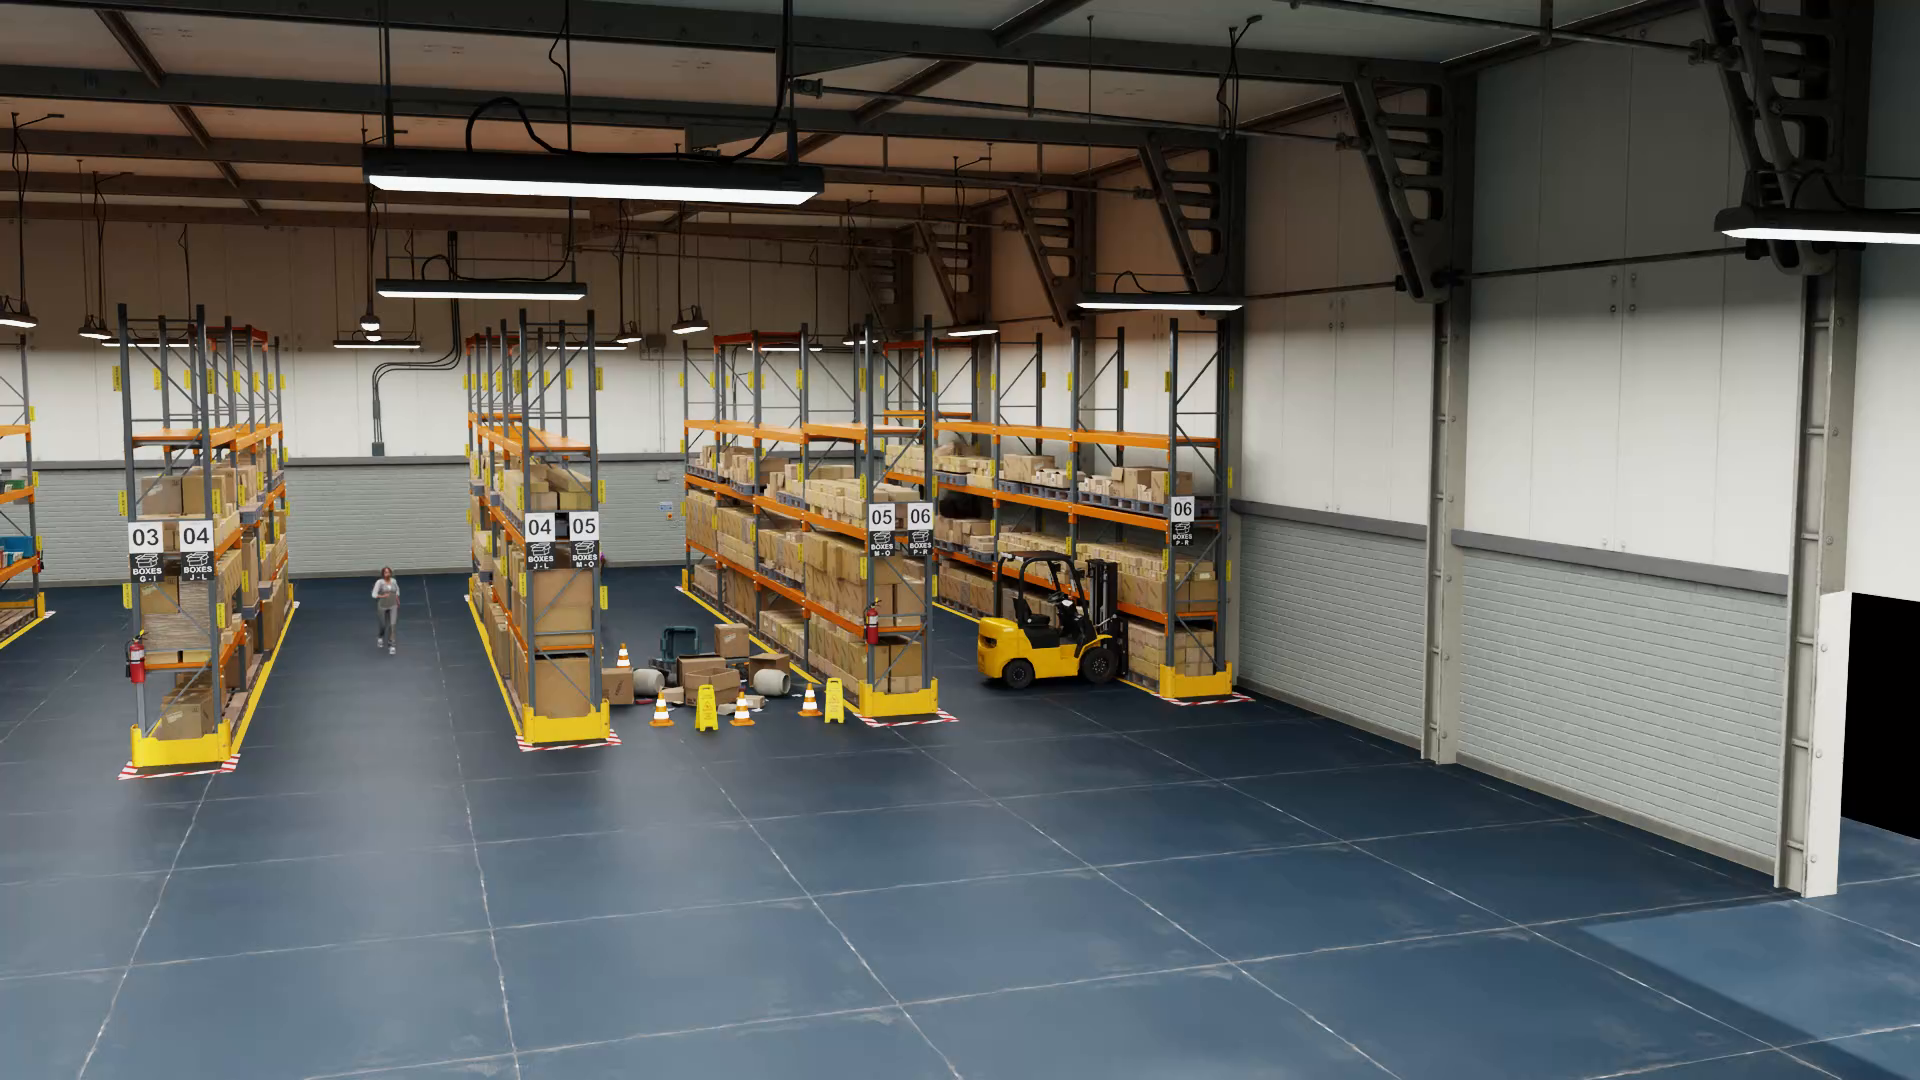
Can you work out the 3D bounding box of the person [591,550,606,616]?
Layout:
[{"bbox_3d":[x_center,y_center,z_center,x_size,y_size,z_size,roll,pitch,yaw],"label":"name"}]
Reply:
[{"bbox_3d":[-7.913,0.771,35.455,0.674,1.807,0.693,-2,6,-17],"label":"person"}]

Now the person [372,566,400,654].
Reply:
[{"bbox_3d":[-10.590,1.273,30.720,0.537,1.586,0.851,-4,6,-33],"label":"person"}]
